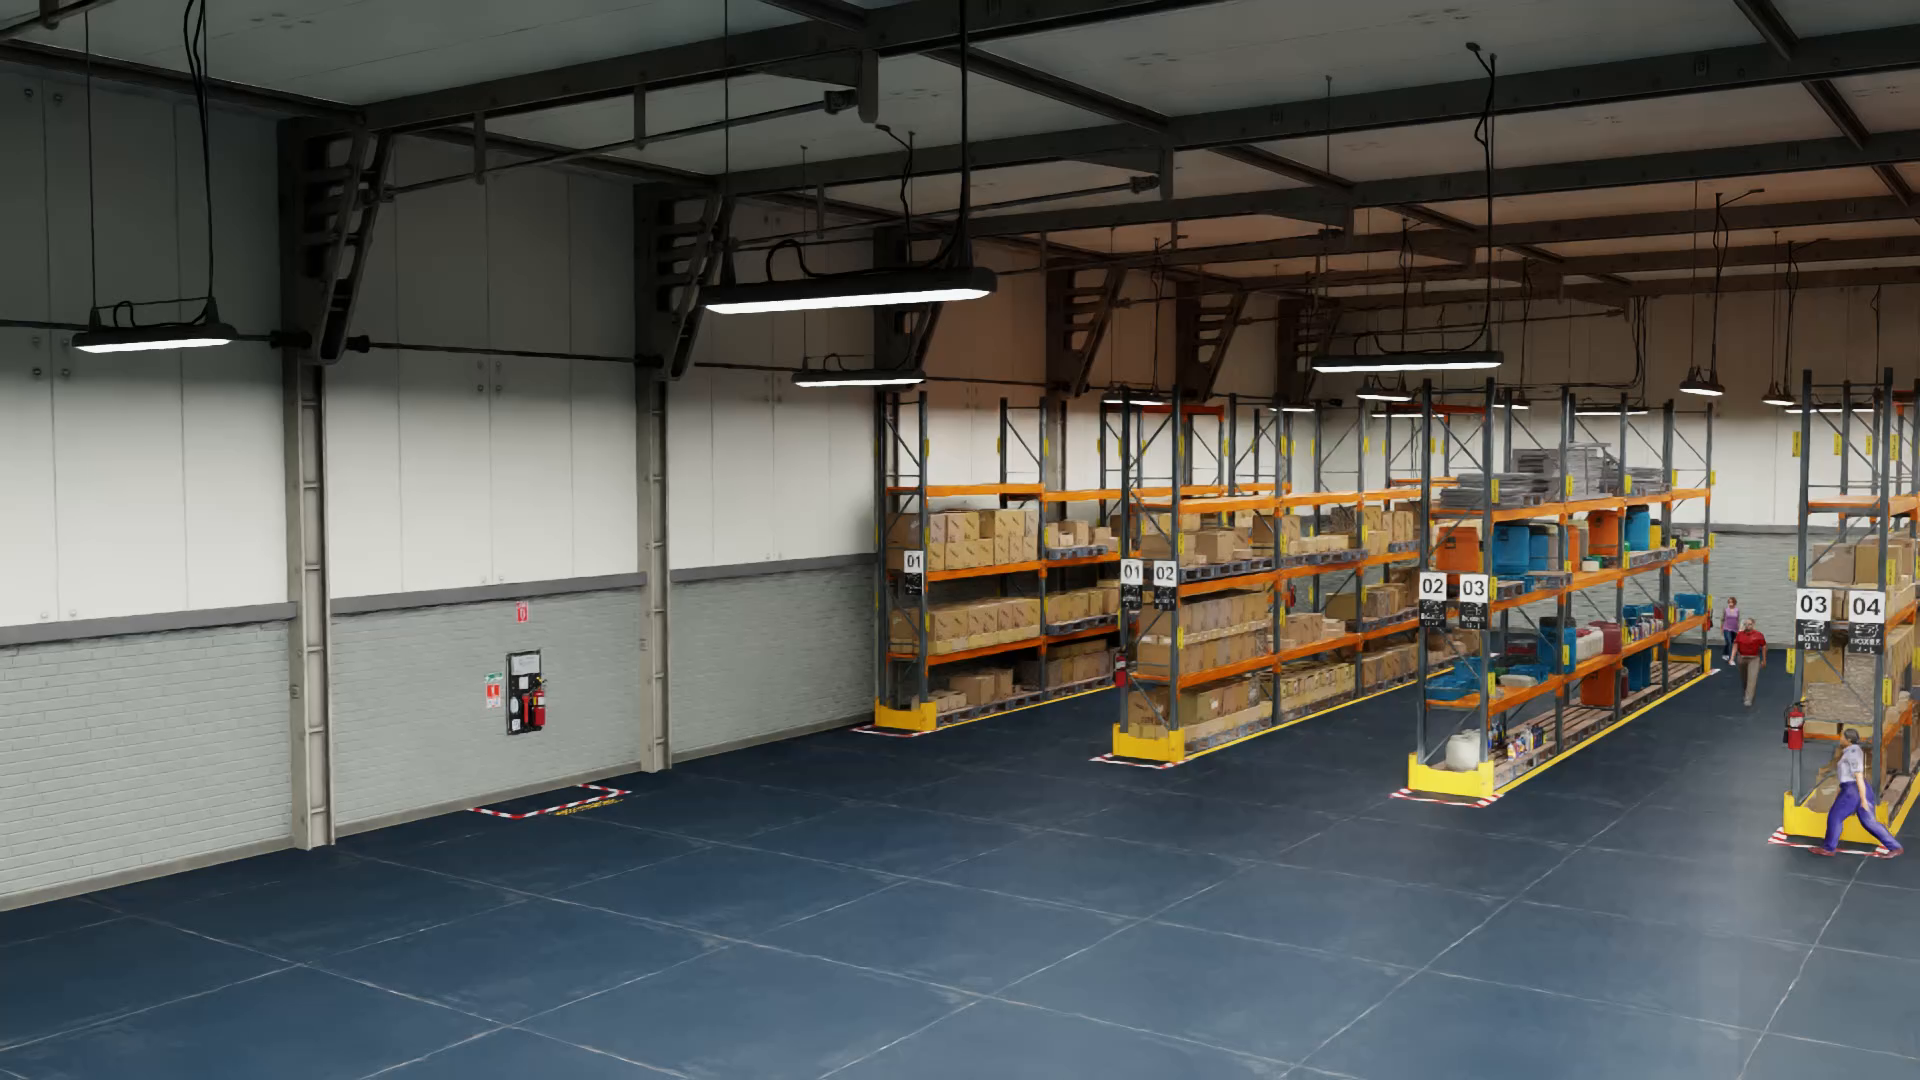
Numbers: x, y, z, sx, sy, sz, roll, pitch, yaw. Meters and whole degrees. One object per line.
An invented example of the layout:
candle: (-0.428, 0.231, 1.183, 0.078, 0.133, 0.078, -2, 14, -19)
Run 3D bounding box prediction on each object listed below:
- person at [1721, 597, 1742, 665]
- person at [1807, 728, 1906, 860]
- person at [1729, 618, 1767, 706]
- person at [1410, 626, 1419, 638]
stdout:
person: (17.812, 2.074, 38.404, 0.392, 1.525, 1.024, 0, 3, 2)
person: (10.885, 3.122, 20.170, 1.019, 1.494, 0.507, 3, 4, 43)
person: (15.332, 2.348, 32.361, 0.623, 1.657, 1.071, 2, 4, 38)
person: (11.417, 1.821, 41.387, 0.479, 1.809, 0.657, 0, 3, 7)
